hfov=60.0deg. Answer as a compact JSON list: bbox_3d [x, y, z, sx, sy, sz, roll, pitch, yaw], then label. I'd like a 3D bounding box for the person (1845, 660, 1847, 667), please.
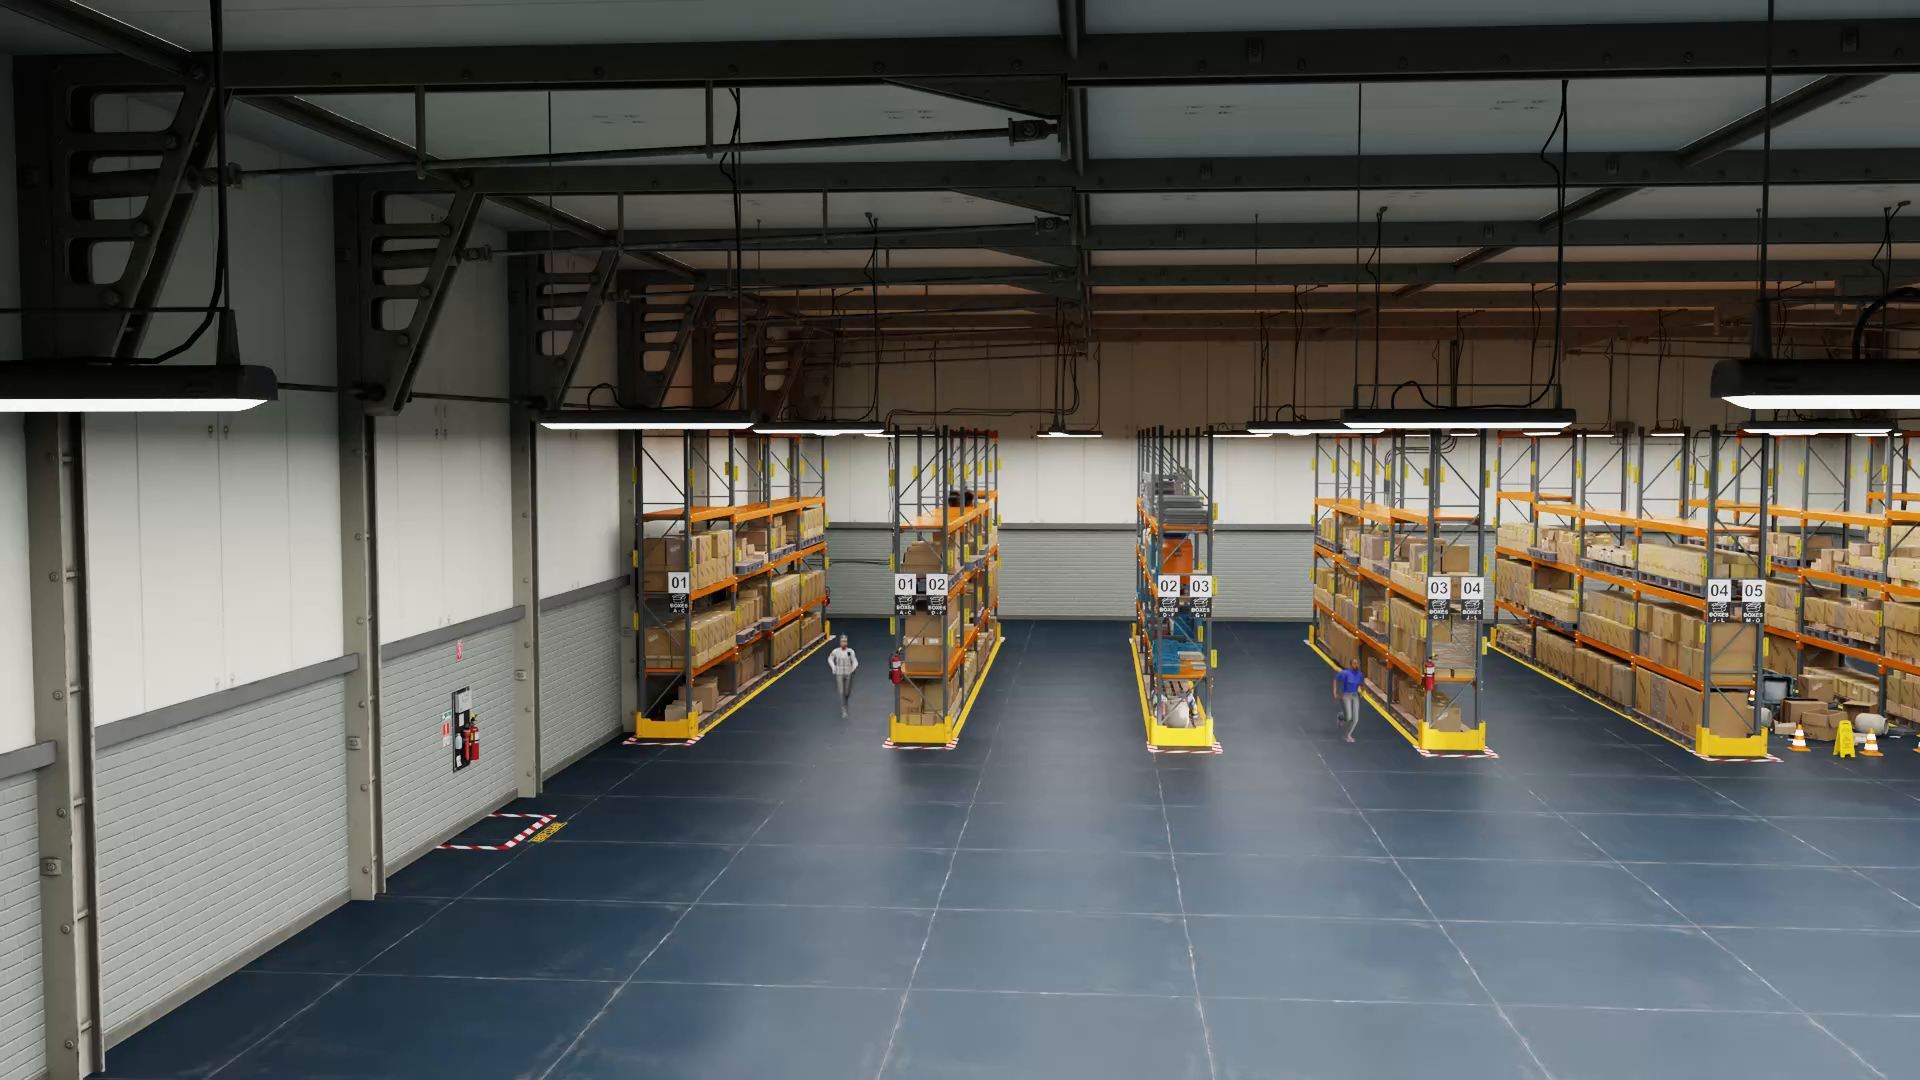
[{"bbox_3d":[21.672,2.398,40.847,0.716,1.754,0.877,0,3,5],"label":"person"}]

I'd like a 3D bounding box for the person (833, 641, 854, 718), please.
[{"bbox_3d":[-2.440,2.843,34.658,0.450,1.637,0.826,-1,3,-9],"label":"person"}]

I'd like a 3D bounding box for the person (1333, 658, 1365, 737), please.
[{"bbox_3d":[7.427,3.000,31.656,0.608,1.509,0.606,-1,4,-14],"label":"person"}]
